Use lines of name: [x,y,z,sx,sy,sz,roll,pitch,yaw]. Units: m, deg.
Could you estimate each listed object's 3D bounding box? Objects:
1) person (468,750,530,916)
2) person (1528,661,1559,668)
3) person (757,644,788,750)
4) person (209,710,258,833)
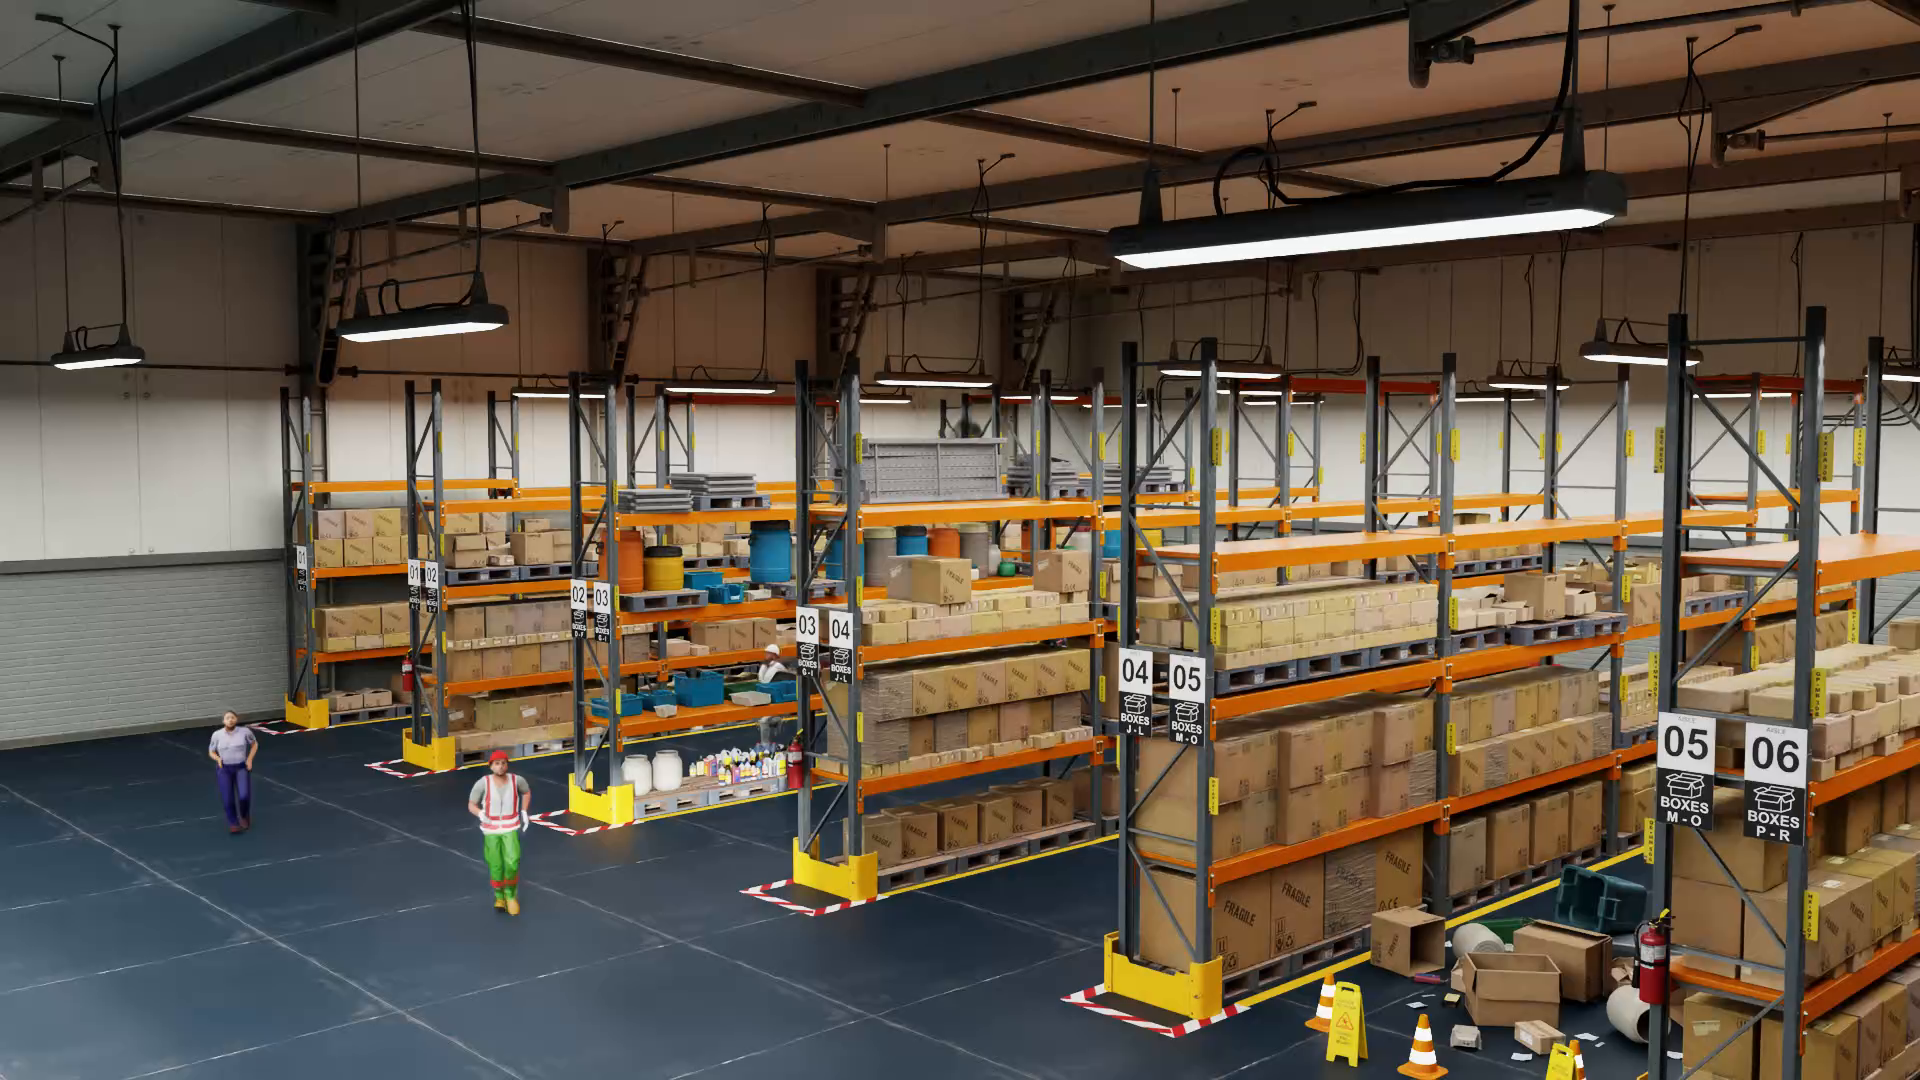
person: [-4.929,3.145,17.820,0.648,1.796,0.699,-1,4,-15]
person: [9.285,2.582,26.473,0.661,1.727,0.917,2,4,33]
person: [-3.088,2.576,27.227,0.675,1.732,0.717,3,5,39]
person: [-9.344,2.986,21.394,0.579,1.604,0.575,-1,4,-22]
